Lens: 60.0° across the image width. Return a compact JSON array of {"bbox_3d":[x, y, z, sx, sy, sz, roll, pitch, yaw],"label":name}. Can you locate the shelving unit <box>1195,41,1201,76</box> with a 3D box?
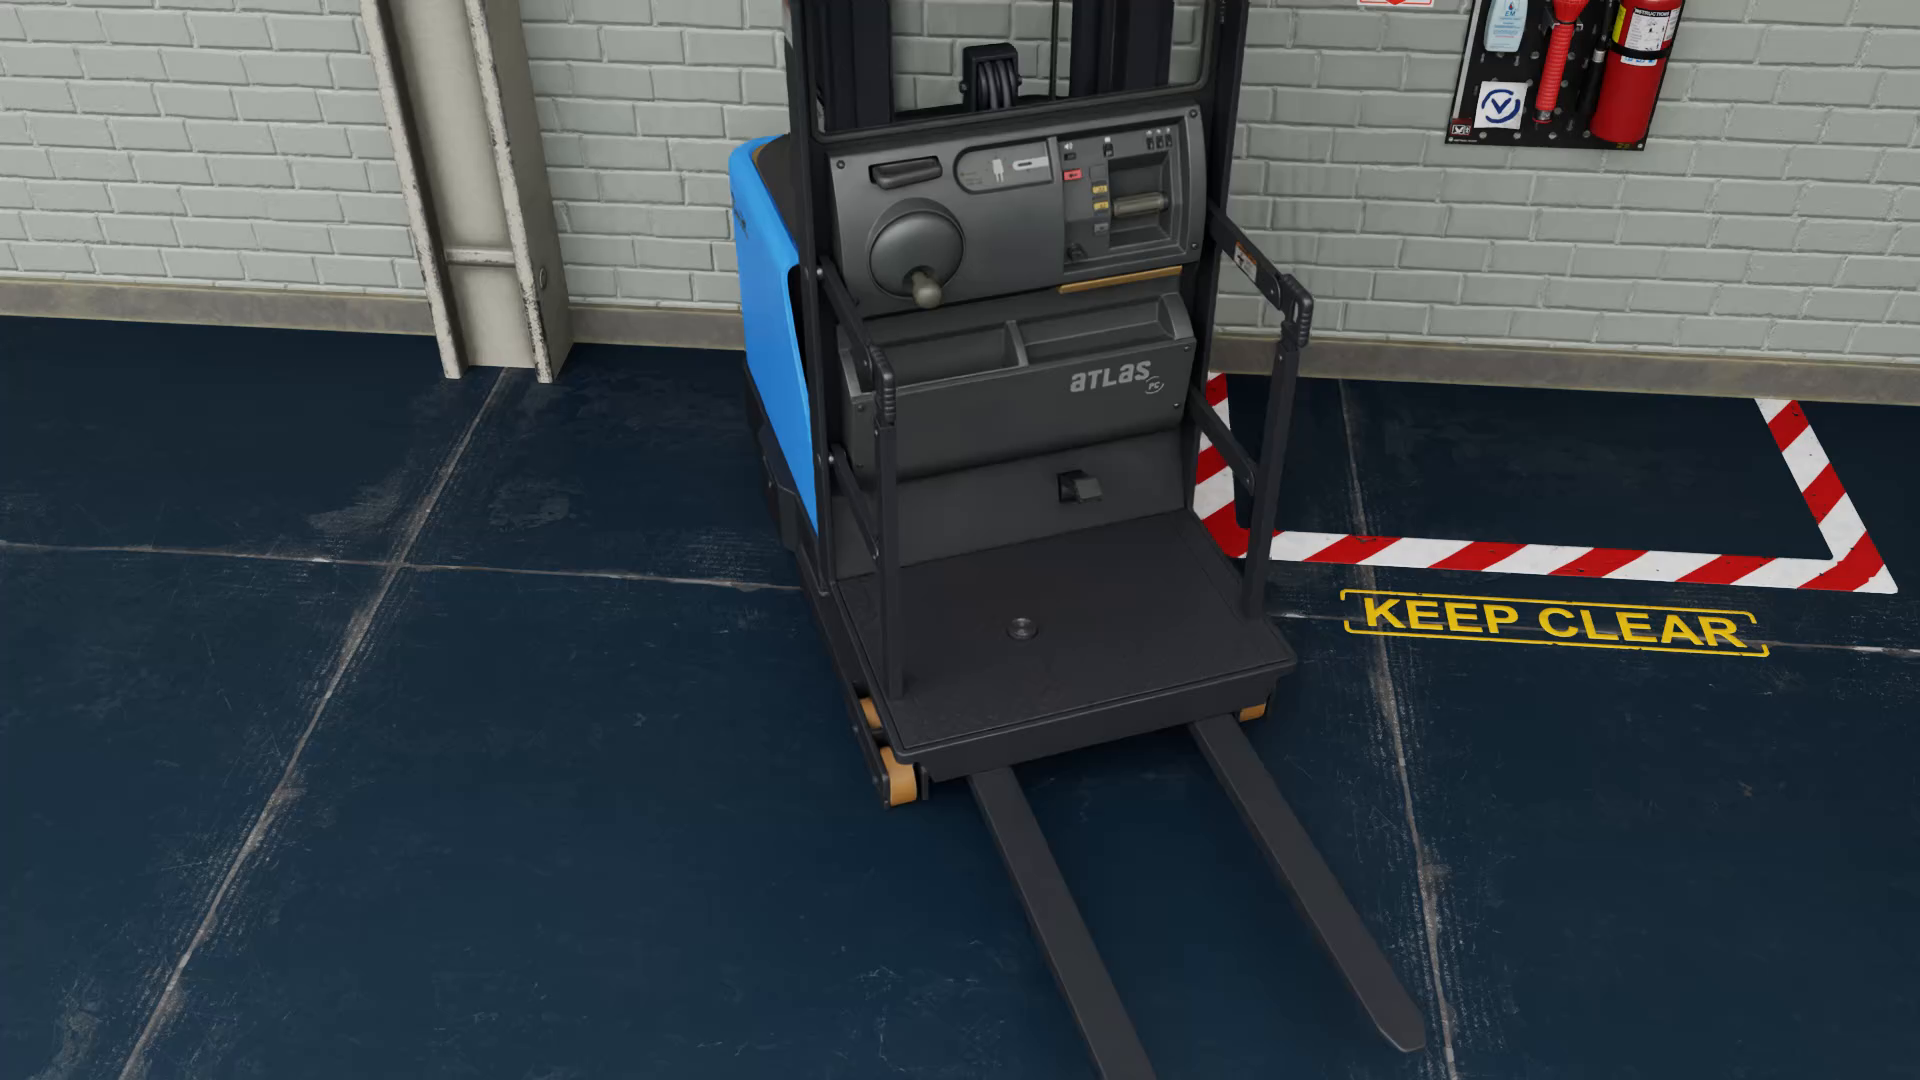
[{"bbox_3d":[0.226,-1.092,5.341,1.083,1.500,0.587,6,37,2],"label":"shelving unit"}]

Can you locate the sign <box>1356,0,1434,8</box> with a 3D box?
[{"bbox_3d":[1.340,-1.772,5.023,0.234,0.329,0.001,3,39,4],"label":"sign"}]

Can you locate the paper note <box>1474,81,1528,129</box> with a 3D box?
[{"bbox_3d":[1.711,-1.375,5.261,0.142,0.148,0.016,3,39,4],"label":"paper note"}]

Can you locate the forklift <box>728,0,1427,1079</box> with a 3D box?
[{"bbox_3d":[0.220,-0.724,3.818,1.130,2.935,3.031,-12,41,-14],"label":"forklift"}]

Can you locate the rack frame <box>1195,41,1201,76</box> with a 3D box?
[{"bbox_3d":[0.722,-1.041,5.320,0.032,1.500,0.500,6,37,2],"label":"rack frame"}]

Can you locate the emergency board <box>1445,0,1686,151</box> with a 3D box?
[{"bbox_3d":[1.882,-1.663,4.917,0.643,1.169,0.194,3,39,4],"label":"emergency board"}]
